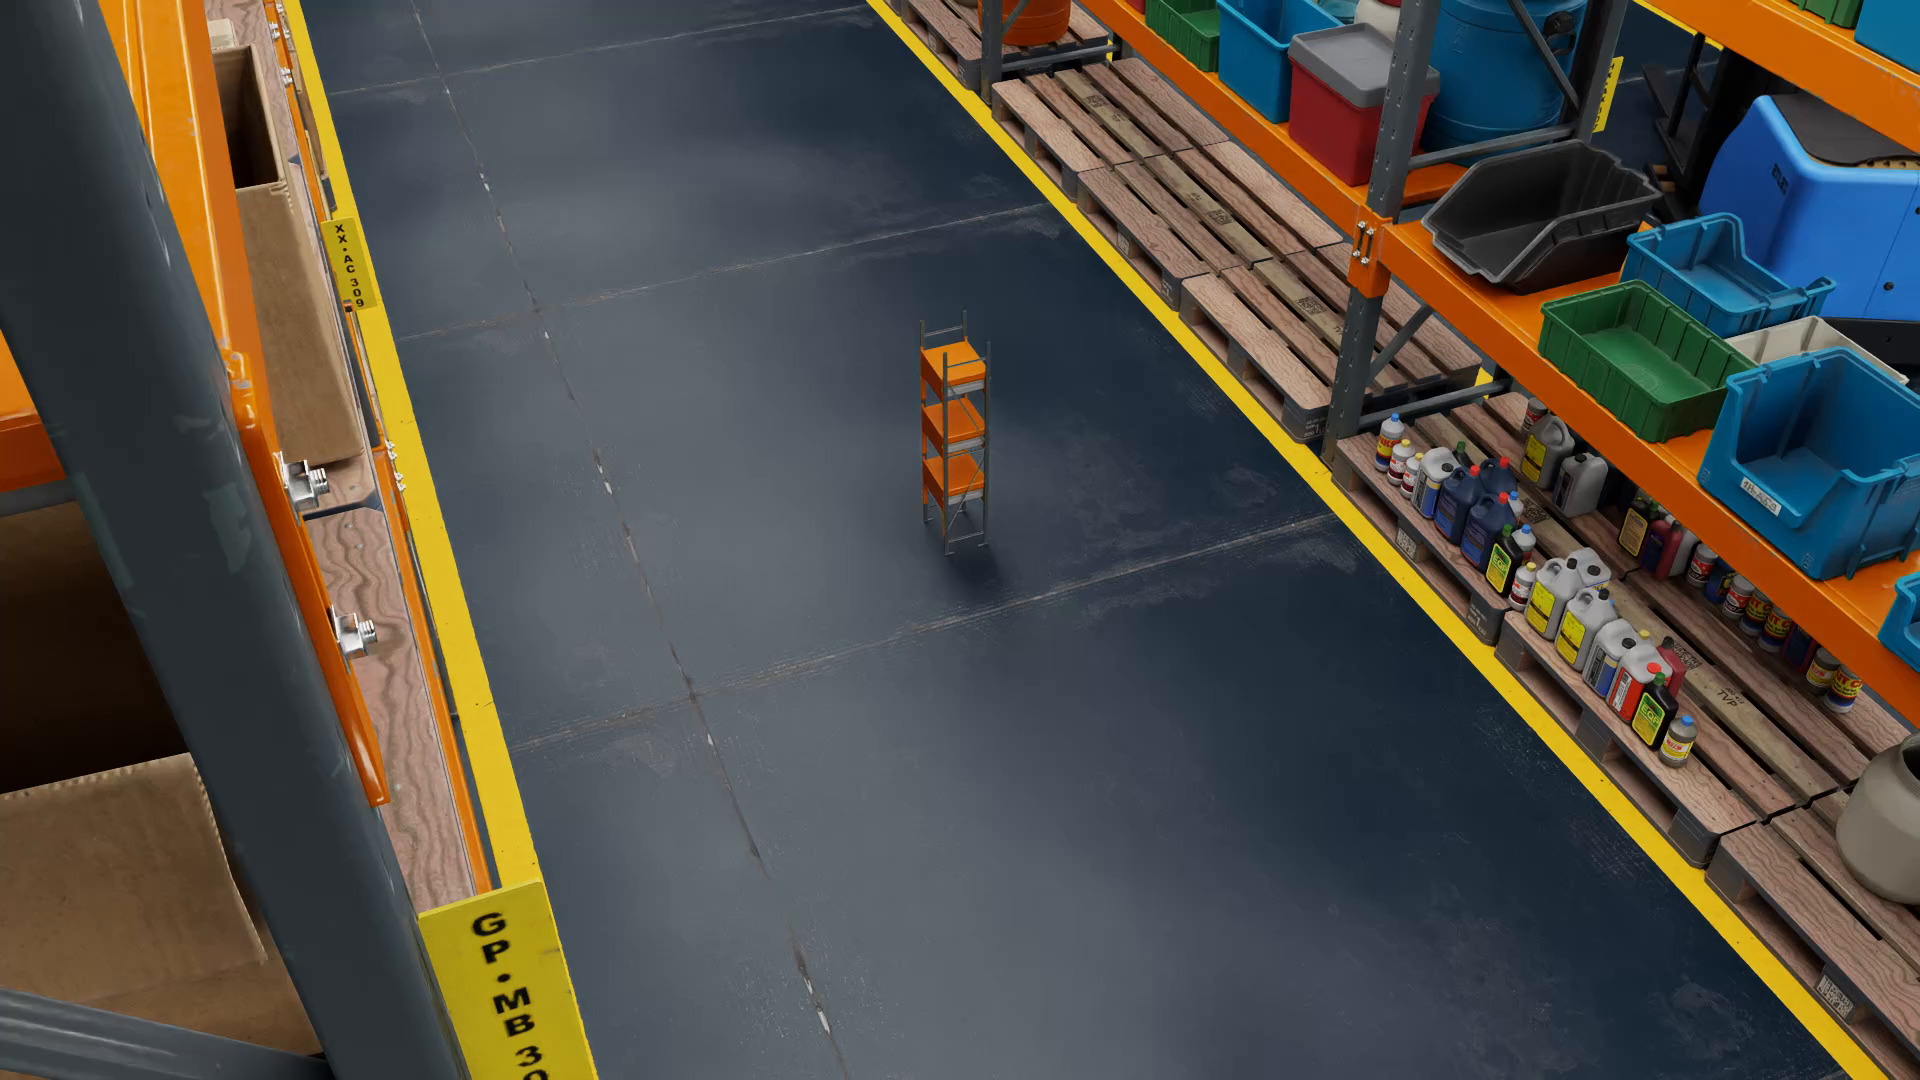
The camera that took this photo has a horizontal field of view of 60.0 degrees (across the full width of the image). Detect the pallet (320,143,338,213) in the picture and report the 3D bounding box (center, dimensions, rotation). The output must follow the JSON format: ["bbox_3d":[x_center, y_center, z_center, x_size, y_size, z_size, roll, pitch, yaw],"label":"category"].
[{"bbox_3d":[-4.213,-2.177,9.620,1.003,0.211,1.213,-15,43,-17],"label":"pallet"}]

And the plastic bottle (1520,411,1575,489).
[{"bbox_3d":[2.526,-0.410,7.120,0.144,0.351,0.185,-15,43,-17],"label":"plastic bottle"}]

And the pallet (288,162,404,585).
[{"bbox_3d":[-1.618,-0.228,2.982,1.003,0.211,1.213,-15,43,-17],"label":"pallet"}]

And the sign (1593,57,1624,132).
[{"bbox_3d":[2.659,-1.835,6.871,0.100,0.325,0.005,-15,43,-17],"label":"sign"}]

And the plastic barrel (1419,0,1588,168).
[{"bbox_3d":[2.278,-2.098,7.004,0.600,0.901,0.708,-15,43,-17],"label":"plastic barrel"}]

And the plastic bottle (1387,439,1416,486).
[{"bbox_3d":[1.902,-0.343,7.157,0.097,0.201,0.097,0,41,0],"label":"plastic bottle"}]

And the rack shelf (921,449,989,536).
[{"bbox_3d":[-0.020,-0.212,7.133,0.215,0.259,0.240,-15,43,-17],"label":"rack shelf"}]

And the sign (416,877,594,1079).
[{"bbox_3d":[-0.386,0.410,1.441,0.100,0.325,0.005,-15,43,-17],"label":"sign"}]

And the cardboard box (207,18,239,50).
[{"bbox_3d":[-1.717,-0.962,3.530,0.380,0.149,0.250,-15,43,-17],"label":"cardboard box"}]

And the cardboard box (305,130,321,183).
[{"bbox_3d":[-3.534,-1.851,8.458,0.500,0.311,0.500,-14,43,-16],"label":"cardboard box"}]

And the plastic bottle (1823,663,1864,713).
[{"bbox_3d":[3.271,0.508,6.114,0.097,0.271,0.097,0,41,0],"label":"plastic bottle"}]

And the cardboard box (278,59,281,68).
[{"bbox_3d":[-3.363,-2.207,7.709,0.380,0.149,0.250,-15,43,-17],"label":"cardboard box"}]

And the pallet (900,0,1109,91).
[{"bbox_3d":[0.276,-3.416,11.061,1.003,0.211,1.213,-15,43,-17],"label":"pallet"}]

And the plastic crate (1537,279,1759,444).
[{"bbox_3d":[2.405,-0.631,5.845,0.450,0.188,0.662,-15,43,-17],"label":"plastic crate"}]

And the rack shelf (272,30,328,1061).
[{"bbox_3d":[-1.666,-0.026,3.230,1.077,0.370,4.000,-15,43,-17],"label":"rack shelf"}]

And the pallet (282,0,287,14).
[{"bbox_3d":[-5.146,-3.647,11.329,1.003,0.211,1.213,-15,43,-17],"label":"pallet"}]

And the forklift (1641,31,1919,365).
[{"bbox_3d":[4.466,-2.917,8.394,1.130,2.935,3.031,3,41,4],"label":"forklift"}]

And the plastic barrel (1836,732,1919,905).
[{"bbox_3d":[3.163,0.915,5.471,0.421,0.512,0.421,0,41,0],"label":"plastic barrel"}]

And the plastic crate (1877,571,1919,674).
[{"bbox_3d":[2.966,0.247,4.776,0.499,0.251,0.408,-15,43,-17],"label":"plastic crate"}]

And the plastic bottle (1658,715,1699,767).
[{"bbox_3d":[2.569,0.708,5.935,0.097,0.201,0.097,0,41,0],"label":"plastic bottle"}]

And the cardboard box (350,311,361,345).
[{"bbox_3d":[-2.949,-0.932,7.390,0.500,0.311,0.500,-14,43,-16],"label":"cardboard box"}]

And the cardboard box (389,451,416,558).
[{"bbox_3d":[-2.551,-0.096,6.847,0.500,0.250,0.500,-14,43,-16],"label":"cardboard box"}]

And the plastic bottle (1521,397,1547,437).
[{"bbox_3d":[2.573,-0.564,7.414,0.097,0.201,0.097,0,41,0],"label":"plastic bottle"}]

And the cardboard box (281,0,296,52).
[{"bbox_3d":[-4.469,-3.270,10.332,0.500,0.500,0.500,-17,43,-18],"label":"cardboard box"}]

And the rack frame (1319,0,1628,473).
[{"bbox_3d":[2.146,-1.599,6.809,1.000,3.000,0.127,-15,43,-17],"label":"rack frame"}]

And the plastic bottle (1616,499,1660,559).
[{"bbox_3d":[2.771,-0.069,6.775,0.061,0.283,0.133,-15,43,-17],"label":"plastic bottle"}]

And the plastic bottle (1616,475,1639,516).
[{"bbox_3d":[2.833,-0.217,6.947,0.061,0.283,0.133,-12,42,-14],"label":"plastic bottle"}]

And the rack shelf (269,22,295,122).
[{"bbox_3d":[-3.197,-2.435,6.032,1.077,0.370,4.000,-15,43,-17],"label":"rack shelf"}]

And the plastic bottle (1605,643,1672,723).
[{"bbox_3d":[2.498,0.521,6.096,0.152,0.276,0.135,-15,43,-17],"label":"plastic bottle"}]

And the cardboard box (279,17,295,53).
[{"bbox_3d":[-4.078,-2.654,9.615,0.500,0.500,0.500,-17,43,-18],"label":"cardboard box"}]

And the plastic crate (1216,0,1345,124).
[{"bbox_3d":[1.437,-2.180,7.497,0.392,0.384,0.575,-15,43,-17],"label":"plastic crate"}]

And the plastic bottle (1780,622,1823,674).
[{"bbox_3d":[3.201,0.363,6.274,0.061,0.283,0.133,-14,43,-16],"label":"plastic bottle"}]

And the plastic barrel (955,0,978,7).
[{"bbox_3d":[0.114,-3.833,10.993,0.421,0.512,0.421,0,41,0],"label":"plastic barrel"}]

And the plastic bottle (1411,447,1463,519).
[{"bbox_3d":[2.012,-0.244,6.985,0.152,0.276,0.135,-14,43,-15],"label":"plastic bottle"}]

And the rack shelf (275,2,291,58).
[{"bbox_3d":[-4.727,-3.707,9.812,1.077,0.370,4.000,-15,43,-17],"label":"rack shelf"}]

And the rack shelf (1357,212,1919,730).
[{"bbox_3d":[2.912,-0.122,5.643,1.077,0.370,4.000,-15,43,-17],"label":"rack shelf"}]

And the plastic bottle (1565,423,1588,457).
[{"bbox_3d":[2.659,-0.446,7.162,0.144,0.351,0.185,-16,43,-18],"label":"plastic bottle"}]

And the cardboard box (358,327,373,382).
[{"bbox_3d":[-2.946,-0.714,7.566,0.500,0.250,0.500,-14,43,-16],"label":"cardboard box"}]

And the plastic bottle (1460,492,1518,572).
[{"bbox_3d":[2.144,-0.058,6.711,0.144,0.351,0.185,-17,43,-19],"label":"plastic bottle"}]

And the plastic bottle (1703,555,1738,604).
[{"bbox_3d":[3.024,0.119,6.566,0.097,0.271,0.097,0,41,0],"label":"plastic bottle"}]

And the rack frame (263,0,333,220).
[{"bbox_3d":[-3.962,-2.775,8.177,1.000,3.000,0.127,-15,43,-17],"label":"rack frame"}]

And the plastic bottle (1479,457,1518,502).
[{"bbox_3d":[2.205,-0.208,6.885,0.144,0.351,0.185,-15,43,-17],"label":"plastic bottle"}]

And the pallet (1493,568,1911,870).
[{"bbox_3d":[2.835,0.609,6.380,1.003,0.211,1.213,-15,43,-17],"label":"pallet"}]

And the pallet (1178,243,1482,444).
[{"bbox_3d":[1.810,-1.005,8.257,1.003,0.211,1.213,-15,43,-17],"label":"pallet"}]

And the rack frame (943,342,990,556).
[{"bbox_3d":[0.026,-0.357,6.860,0.200,1.050,0.008,-15,43,-17],"label":"rack frame"}]

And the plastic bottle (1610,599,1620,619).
[{"bbox_3d":[2.473,0.310,6.398,0.097,0.201,0.097,0,41,0],"label":"plastic bottle"}]

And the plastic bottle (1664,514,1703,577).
[{"bbox_3d":[2.915,-0.008,6.711,0.152,0.276,0.135,-14,43,-16],"label":"plastic bottle"}]

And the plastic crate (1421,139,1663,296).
[{"bbox_3d":[2.229,-1.229,6.426,0.767,0.338,0.504,-15,43,-17],"label":"plastic crate"}]

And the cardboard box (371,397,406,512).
[{"bbox_3d":[-2.546,-0.309,6.666,0.500,0.311,0.500,-16,43,-17],"label":"cardboard box"}]

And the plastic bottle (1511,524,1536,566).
[{"bbox_3d":[2.235,0.051,6.645,0.097,0.271,0.097,0,41,0],"label":"plastic bottle"}]

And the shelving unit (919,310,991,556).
[{"bbox_3d":[-0.020,-0.430,6.945,0.215,1.050,0.252,-15,43,-17],"label":"shelving unit"}]

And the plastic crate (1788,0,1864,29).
[{"bbox_3d":[2.499,-1.638,4.716,0.336,0.188,0.450,-15,43,-17],"label":"plastic crate"}]

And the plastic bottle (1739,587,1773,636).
[{"bbox_3d":[3.102,0.241,6.424,0.097,0.271,0.097,0,41,0],"label":"plastic bottle"}]

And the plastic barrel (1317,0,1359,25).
[{"bbox_3d":[1.782,-2.382,7.826,0.301,0.262,0.301,0,41,0],"label":"plastic barrel"}]

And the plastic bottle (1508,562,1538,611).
[{"bbox_3d":[2.231,0.175,6.555,0.097,0.201,0.097,0,41,0],"label":"plastic bottle"}]

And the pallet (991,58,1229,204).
[{"bbox_3d":[0.876,-2.475,9.967,1.003,0.211,1.213,-15,43,-17],"label":"pallet"}]

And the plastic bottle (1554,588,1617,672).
[{"bbox_3d":[2.378,0.310,6.283,0.144,0.351,0.185,-13,42,-15],"label":"plastic bottle"}]

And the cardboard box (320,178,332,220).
[{"bbox_3d":[-3.535,-1.636,8.639,0.500,0.250,0.500,-14,43,-16],"label":"cardboard box"}]

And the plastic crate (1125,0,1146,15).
[{"bbox_3d":[0.951,-2.983,8.370,0.402,0.464,0.583,-15,43,-17],"label":"plastic crate"}]
